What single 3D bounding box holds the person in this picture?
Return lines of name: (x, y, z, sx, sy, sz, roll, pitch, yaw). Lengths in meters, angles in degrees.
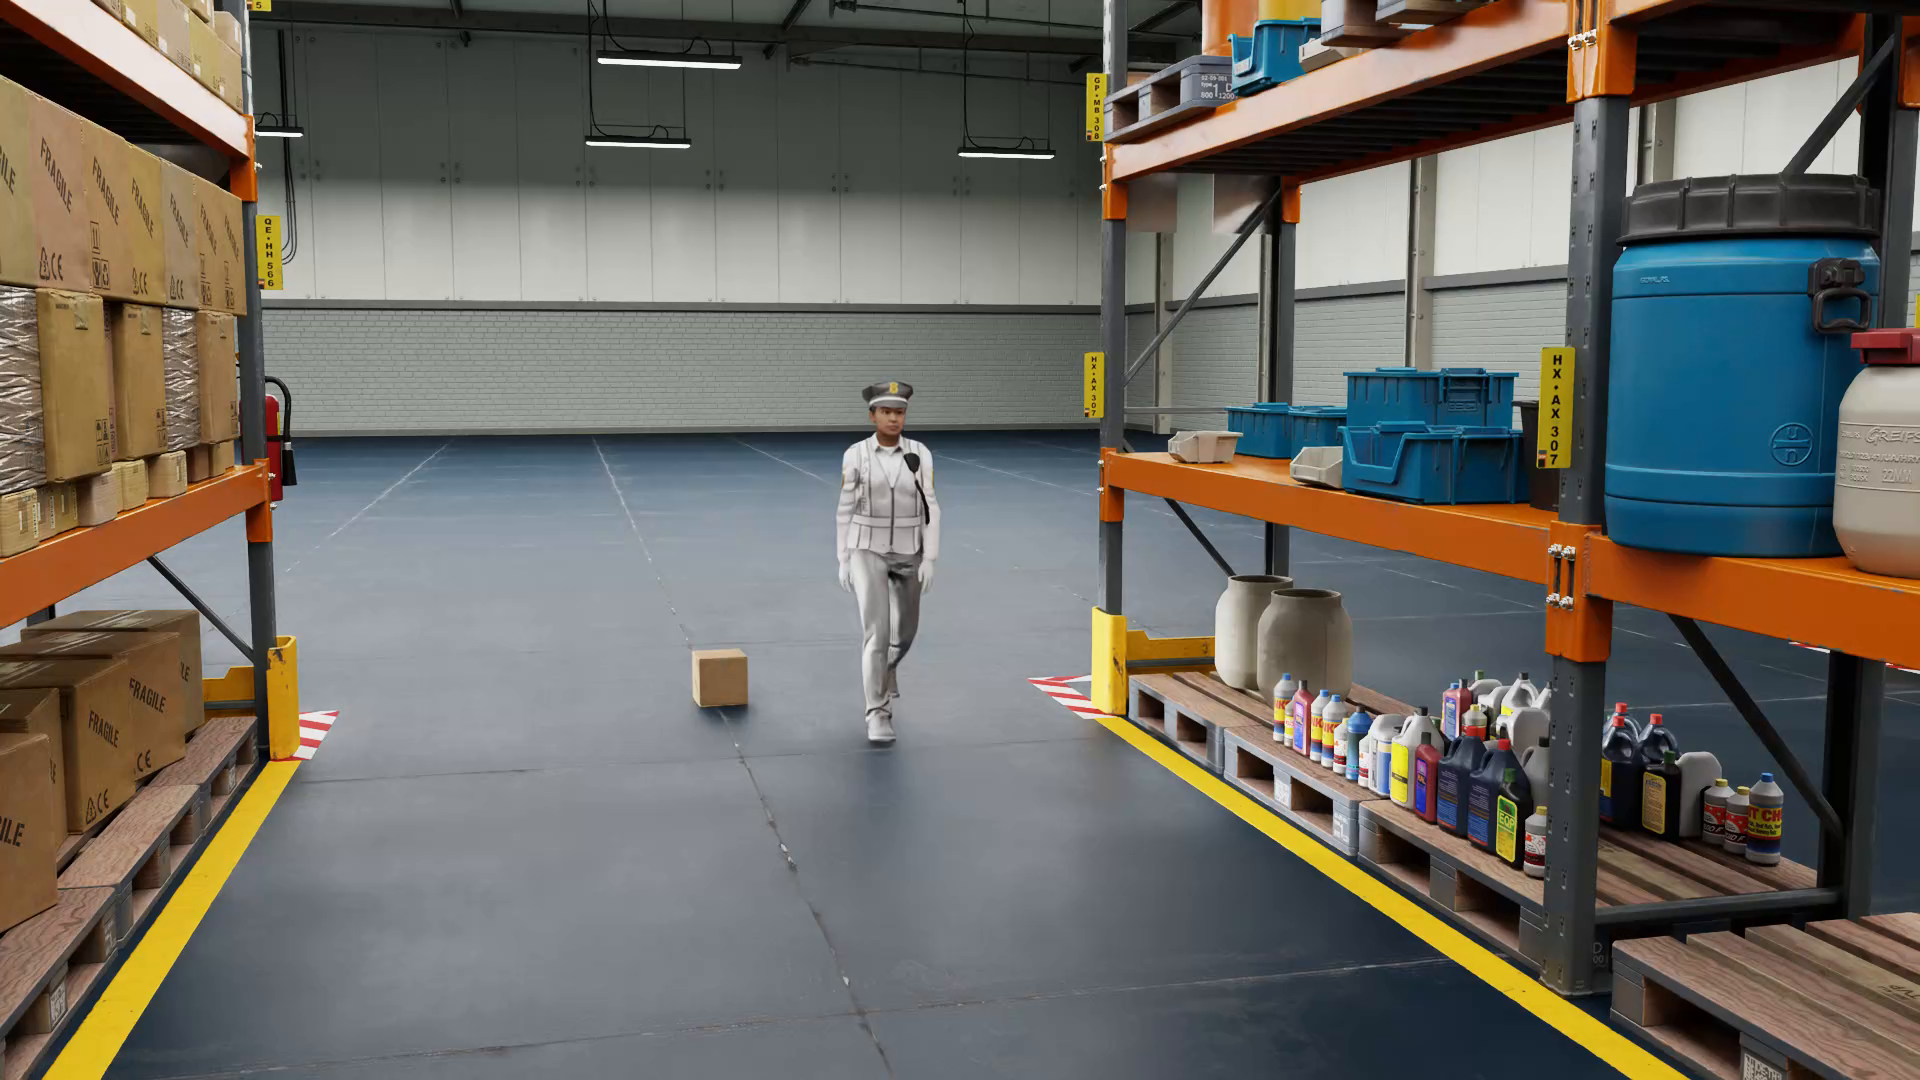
person: (-0.344, 0.062, 7.930, 0.484, 1.646, 0.916, -2, 6, -15)
